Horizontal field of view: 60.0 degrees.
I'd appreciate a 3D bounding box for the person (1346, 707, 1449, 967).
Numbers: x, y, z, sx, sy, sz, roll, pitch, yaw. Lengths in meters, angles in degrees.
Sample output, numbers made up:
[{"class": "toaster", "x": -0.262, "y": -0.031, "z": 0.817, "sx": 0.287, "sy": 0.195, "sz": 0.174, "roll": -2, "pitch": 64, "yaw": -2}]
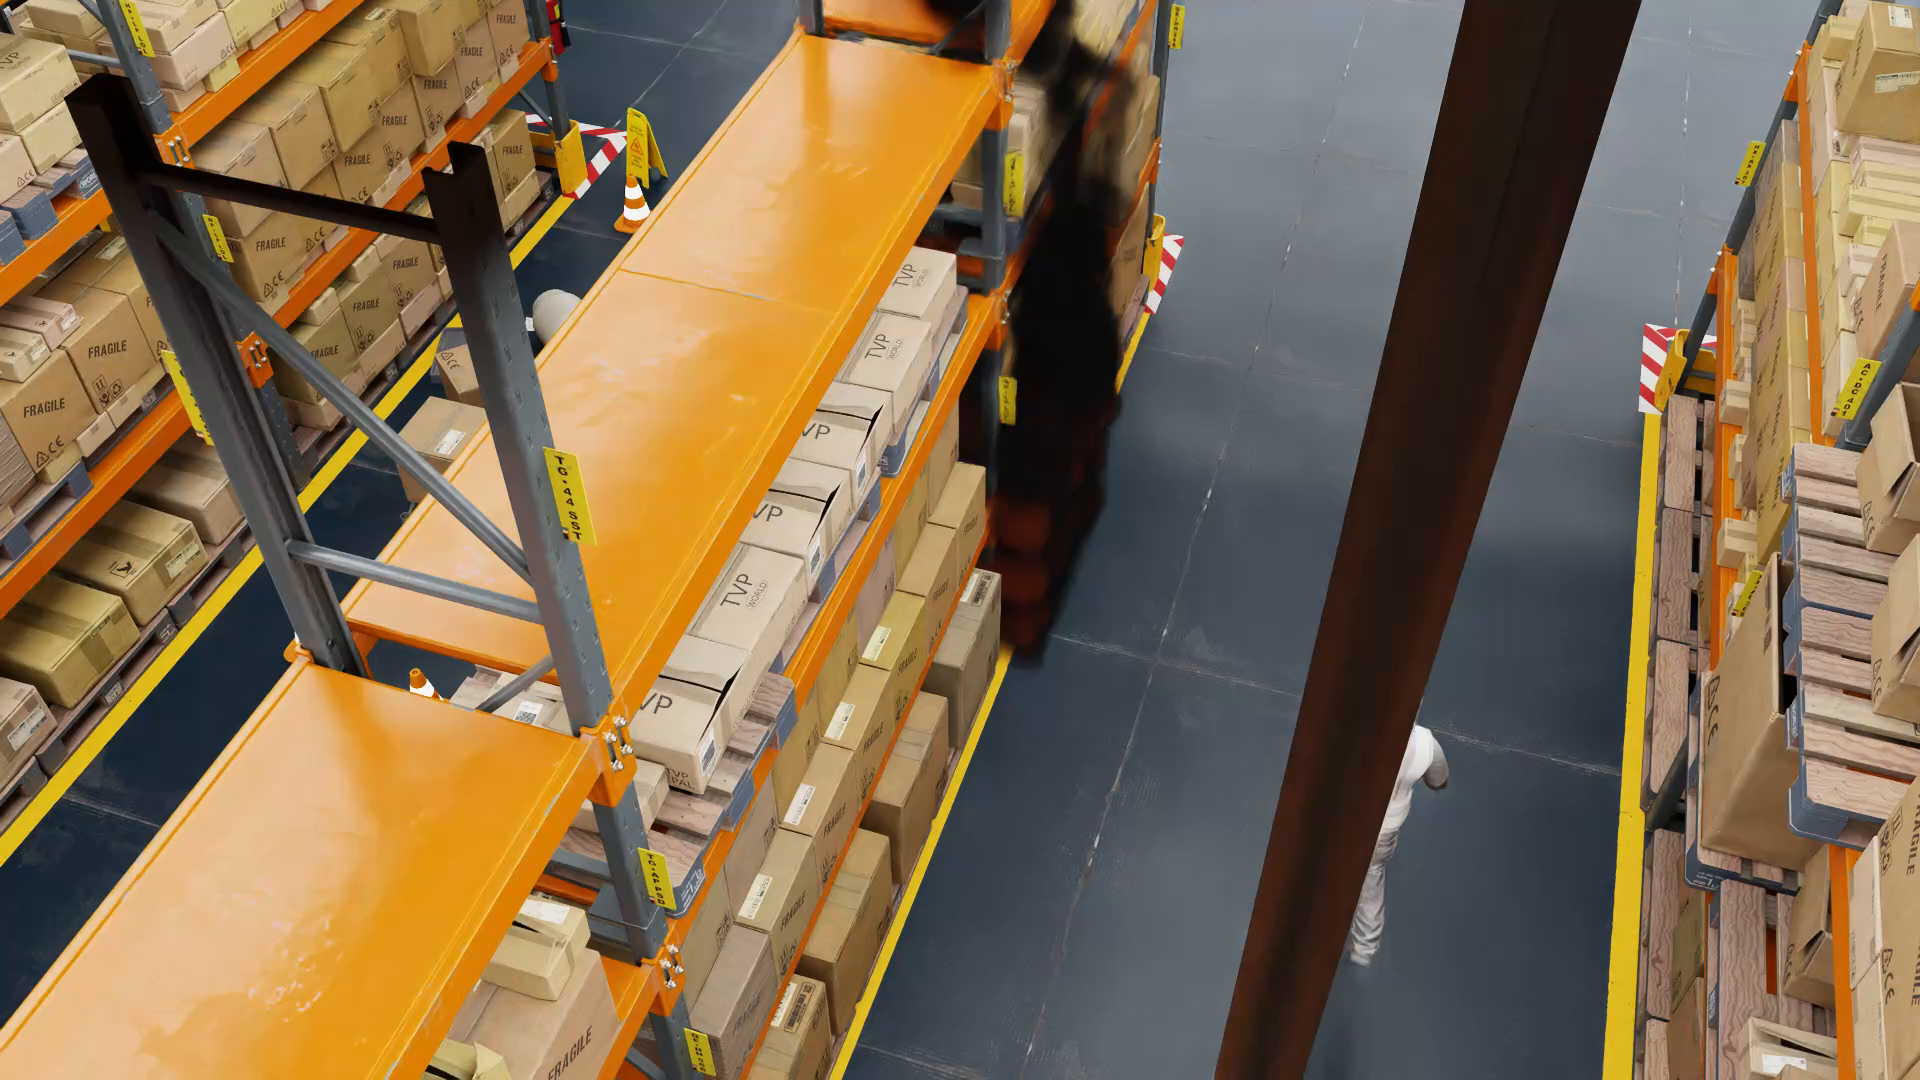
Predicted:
[{"class": "person", "x": 1.989, "y": 1.323, "z": 8.191, "sx": 0.692, "sy": 1.800, "sz": 0.900, "roll": 8, "pitch": 46, "yaw": 8}]
